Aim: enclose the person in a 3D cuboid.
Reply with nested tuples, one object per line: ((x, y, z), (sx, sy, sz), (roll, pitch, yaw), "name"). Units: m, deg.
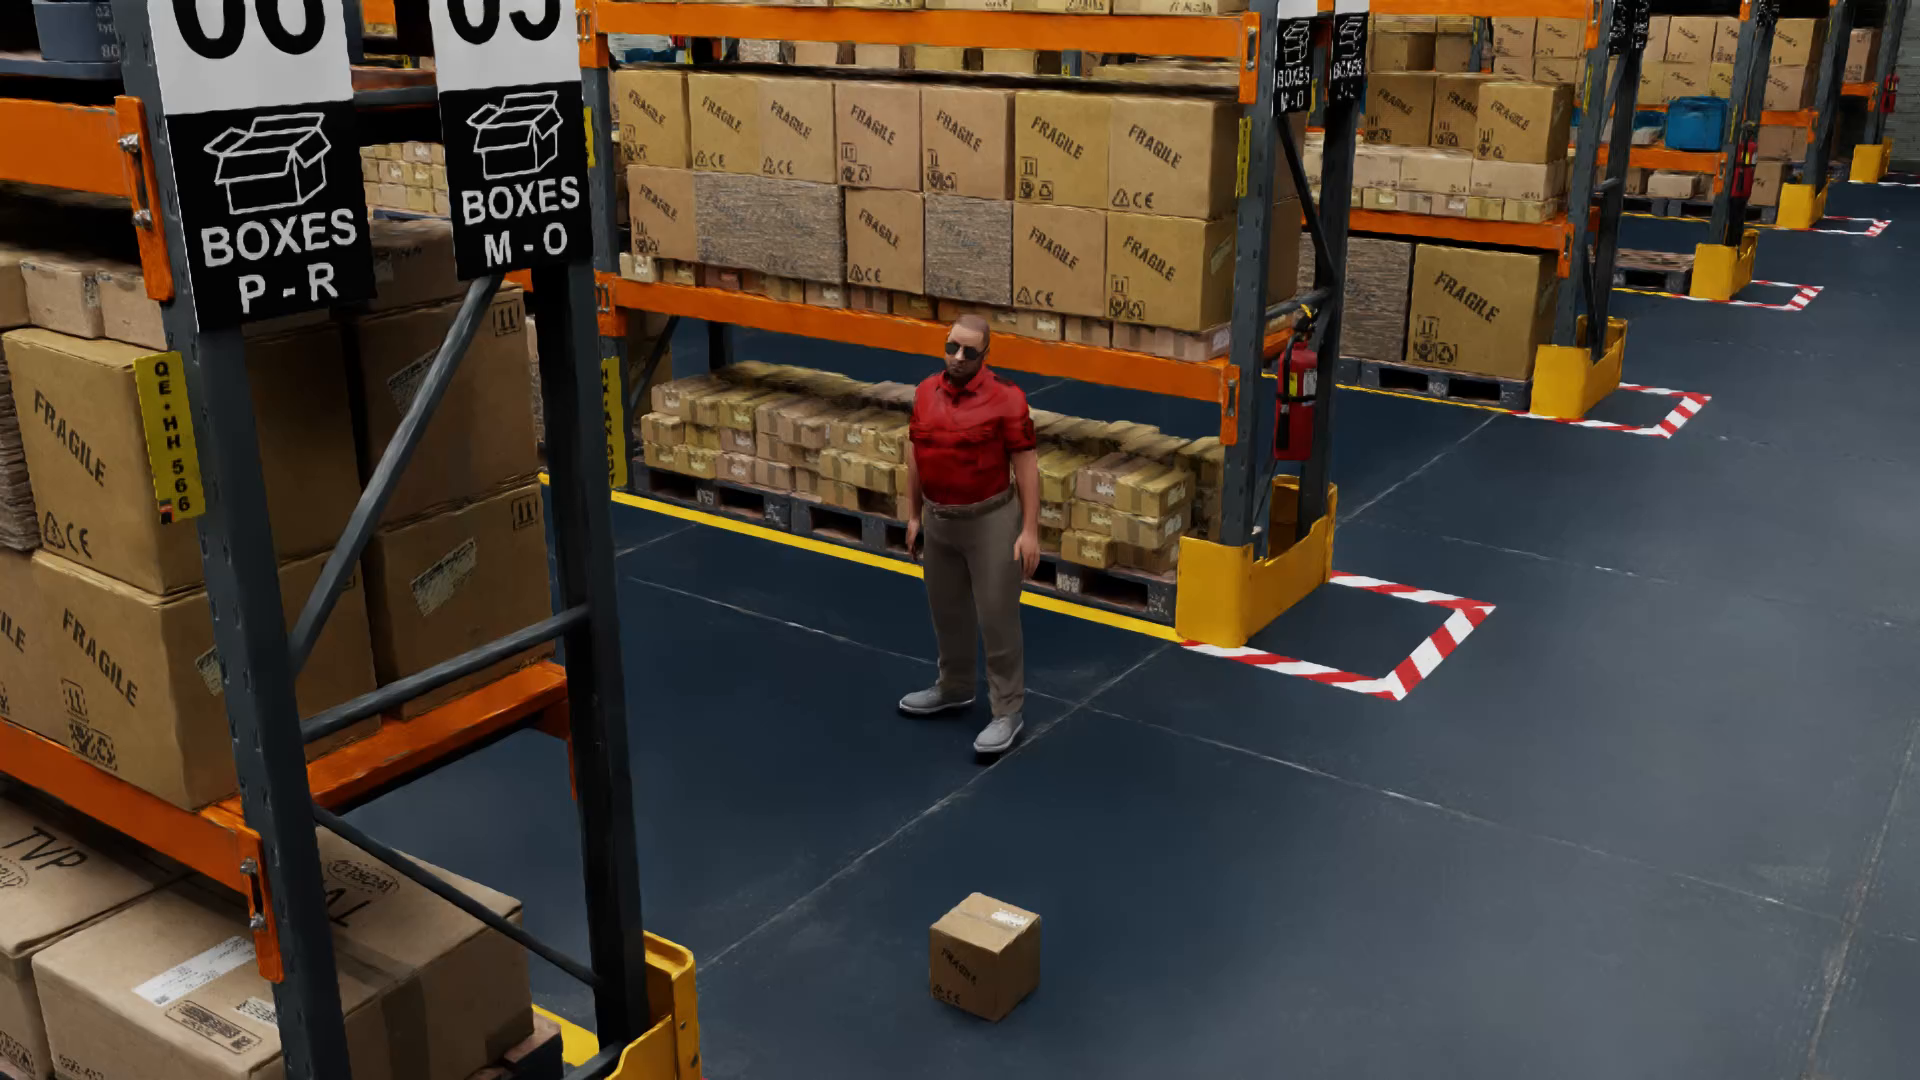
((0.028, -0.039, 6.628), (0.678, 1.734, 0.429), (14, 24, 34), "person")
